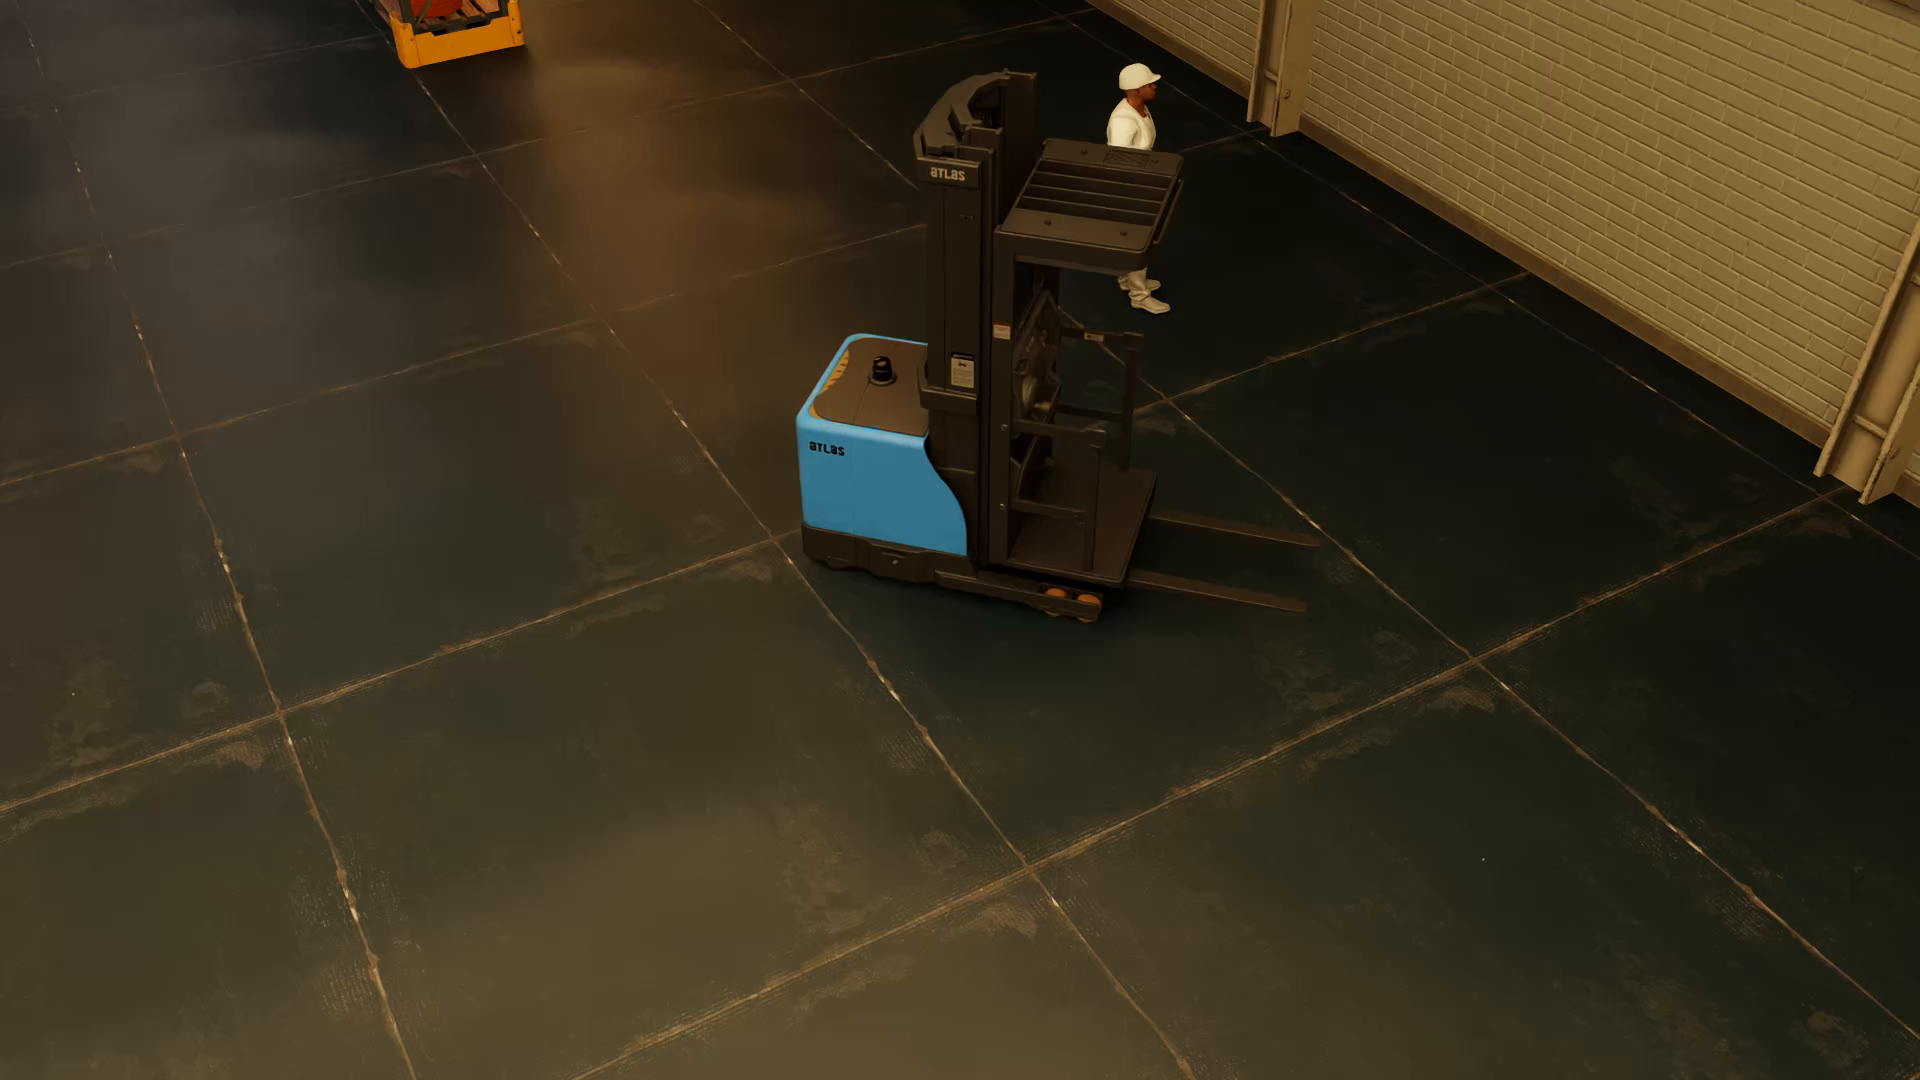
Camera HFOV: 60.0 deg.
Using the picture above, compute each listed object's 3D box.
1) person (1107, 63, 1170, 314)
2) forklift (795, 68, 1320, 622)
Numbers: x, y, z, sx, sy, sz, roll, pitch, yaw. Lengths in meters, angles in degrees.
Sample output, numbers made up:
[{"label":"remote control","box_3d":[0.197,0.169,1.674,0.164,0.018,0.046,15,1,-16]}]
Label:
[{"label":"person","box_3d":[1.340,-2.572,12.038,0.578,1.765,0.666,9,40,10]},{"label":"forklift","box_3d":[0.616,-1.026,9.273,3.031,2.935,1.130,11,41,13]}]
